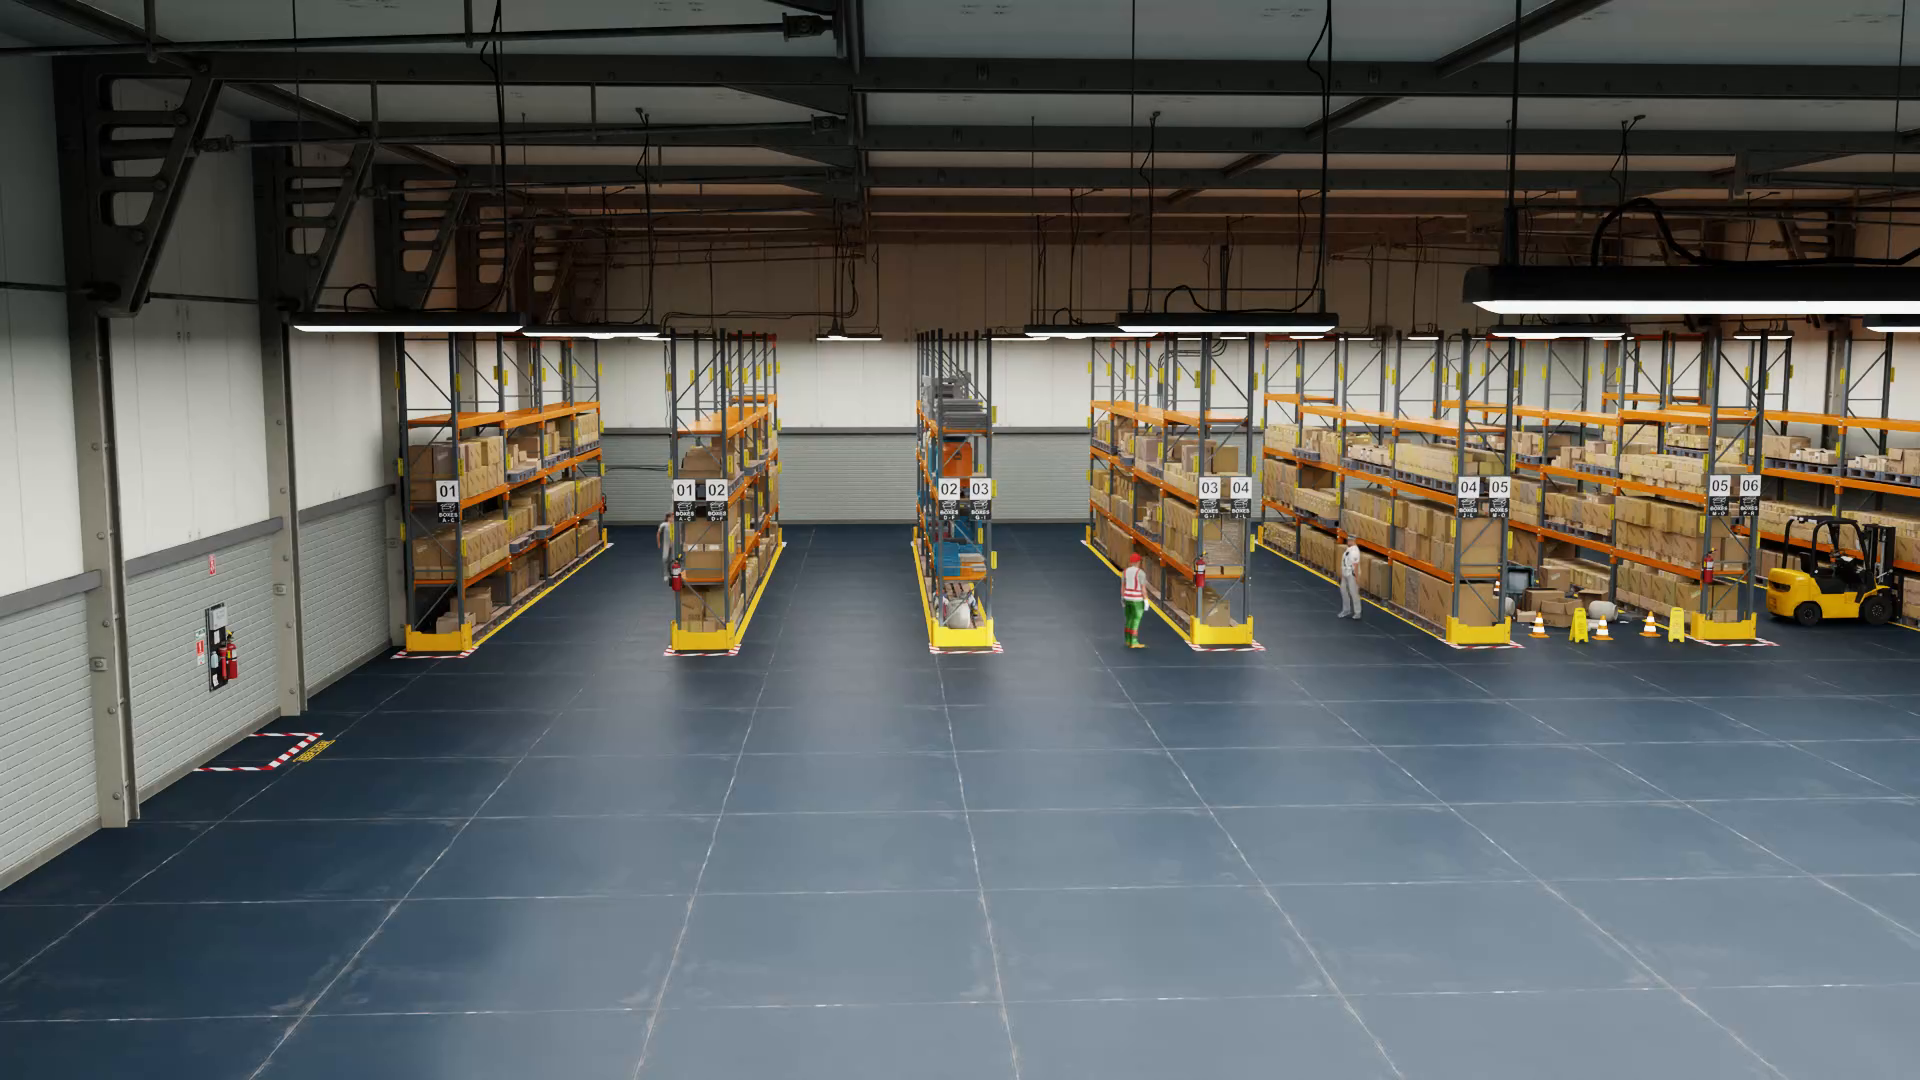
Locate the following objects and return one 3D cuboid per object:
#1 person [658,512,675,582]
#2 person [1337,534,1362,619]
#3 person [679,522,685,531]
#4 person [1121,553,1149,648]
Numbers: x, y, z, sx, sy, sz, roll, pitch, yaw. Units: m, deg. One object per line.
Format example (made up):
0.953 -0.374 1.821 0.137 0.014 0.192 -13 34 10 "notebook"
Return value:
-7.093 0.149 40.607 0.578 1.670 0.932 0 7 -2 "person"
8.161 0.758 34.831 0.445 1.797 0.689 -1 7 -11 "person"
-7.863 -0.735 47.316 0.937 1.729 0.612 -1 7 -12 "person"
3.344 1.147 31.465 0.466 1.815 0.646 -6 9 -41 "person"
